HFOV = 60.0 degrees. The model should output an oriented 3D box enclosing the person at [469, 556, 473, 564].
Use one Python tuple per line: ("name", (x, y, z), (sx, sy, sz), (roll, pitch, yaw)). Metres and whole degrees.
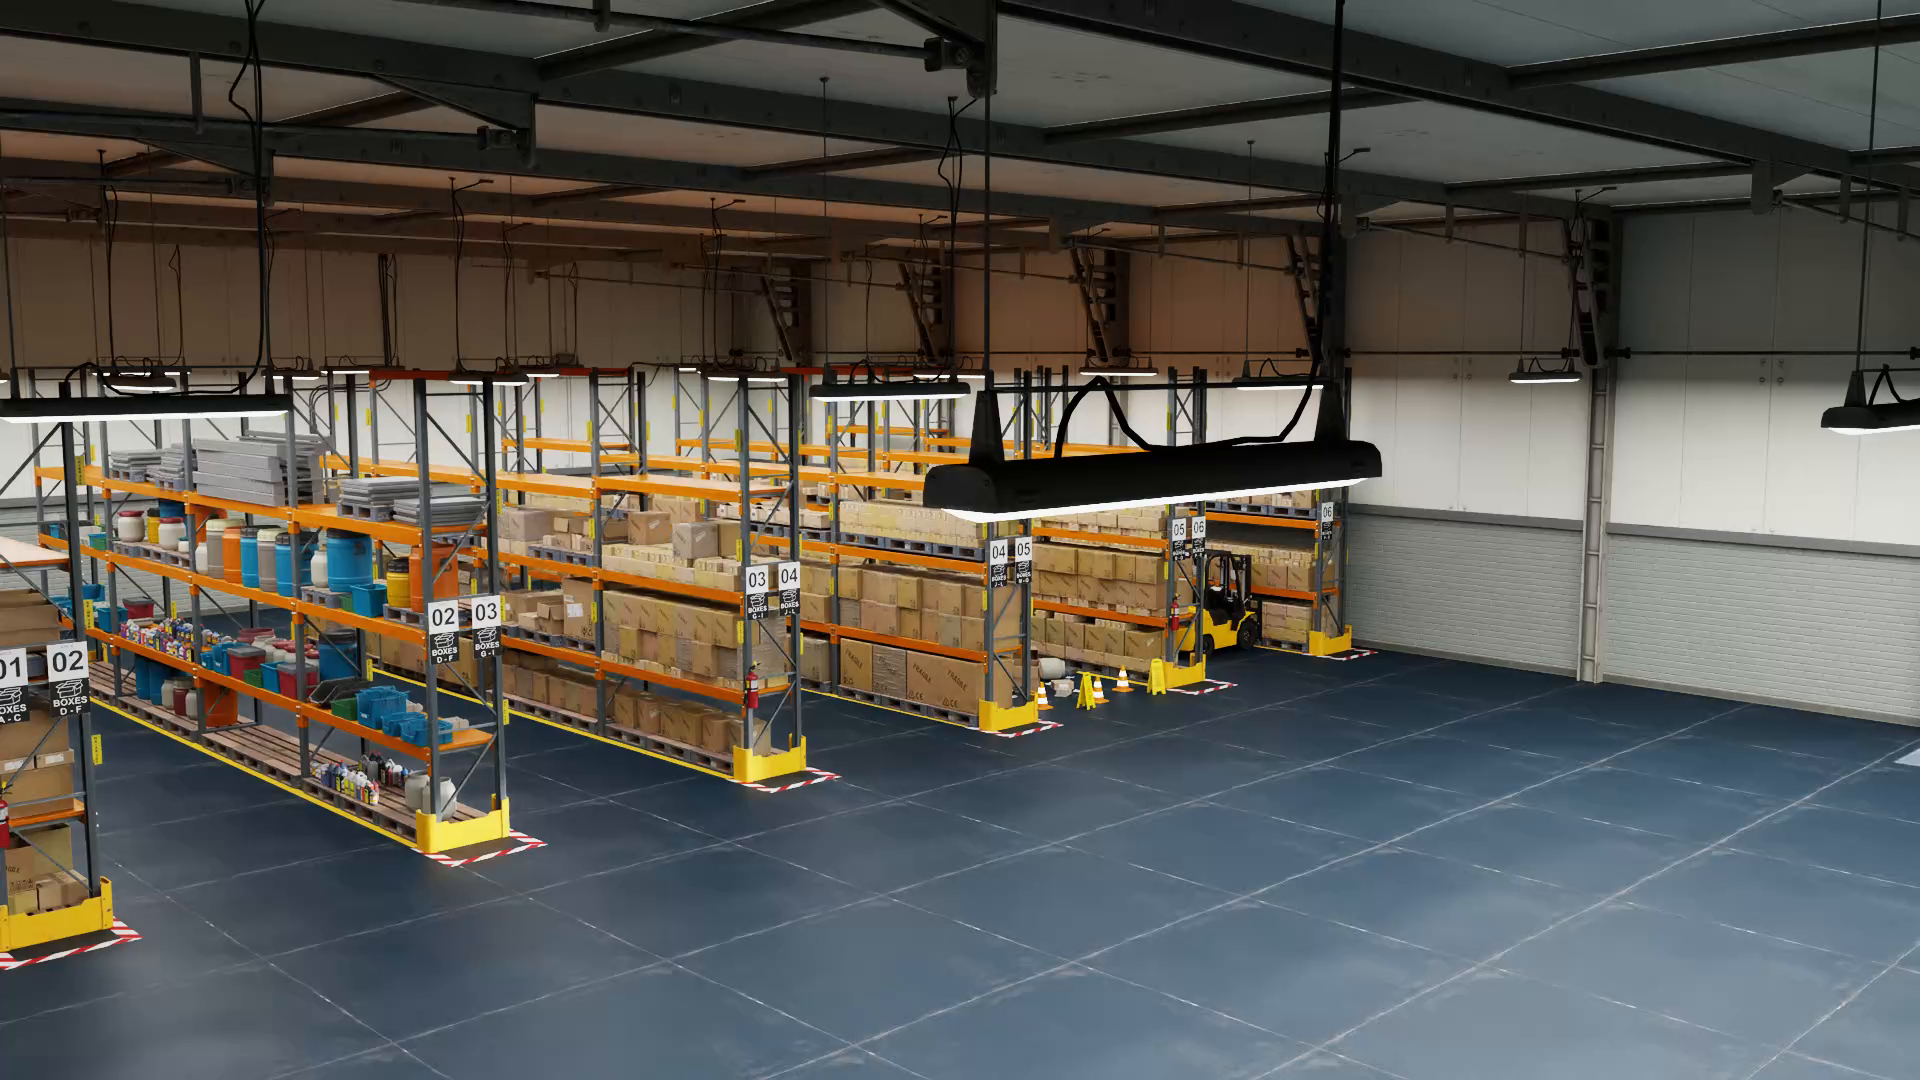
("person", (-11.538, 1.096, 39.368), (0.538, 1.585, 0.756), (1, 7, 9))
